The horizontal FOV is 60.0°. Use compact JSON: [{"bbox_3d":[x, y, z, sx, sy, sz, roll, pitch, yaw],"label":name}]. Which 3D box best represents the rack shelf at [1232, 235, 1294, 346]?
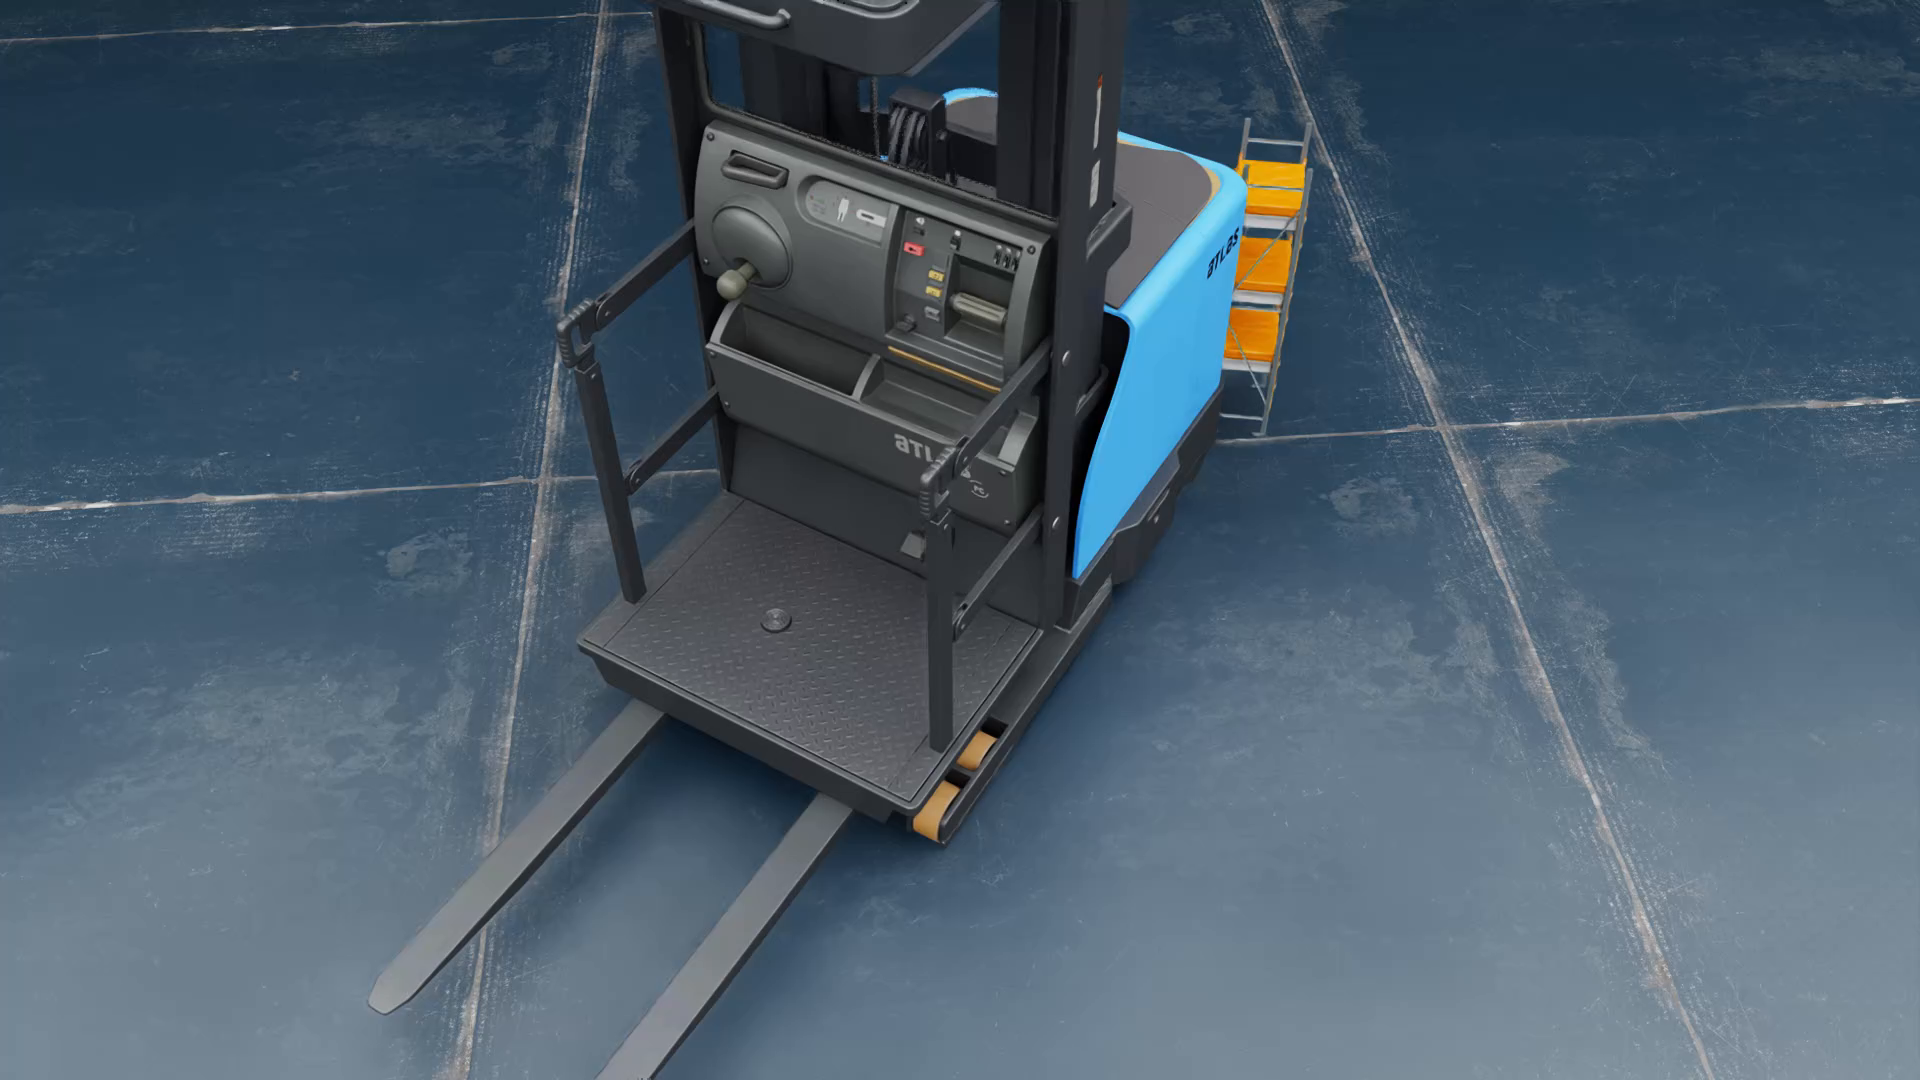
[{"bbox_3d":[0.941,-0.803,5.302,0.215,0.259,0.240,6,47,5],"label":"rack shelf"}]

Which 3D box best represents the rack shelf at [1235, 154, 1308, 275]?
[{"bbox_3d":[0.941,-0.998,5.096,0.215,0.259,0.240,6,47,5],"label":"rack shelf"}]

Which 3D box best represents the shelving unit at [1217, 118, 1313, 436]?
[{"bbox_3d":[0.941,-0.810,5.294,0.215,1.050,0.252,6,47,5],"label":"shelving unit"}]

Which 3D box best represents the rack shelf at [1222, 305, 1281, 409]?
[{"bbox_3d":[0.941,-0.612,5.503,0.215,0.259,0.240,6,47,5],"label":"rack shelf"}]

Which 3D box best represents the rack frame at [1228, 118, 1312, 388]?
[{"bbox_3d":[0.957,-0.898,5.377,0.200,1.050,0.008,6,47,5],"label":"rack frame"}]

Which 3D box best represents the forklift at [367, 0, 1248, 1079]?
[{"bbox_3d":[-0.339,-0.587,3.787,1.130,2.935,3.031,23,51,20],"label":"forklift"}]

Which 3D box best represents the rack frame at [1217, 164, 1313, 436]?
[{"bbox_3d":[0.925,-0.723,5.211,0.200,1.050,0.008,6,47,5],"label":"rack frame"}]
